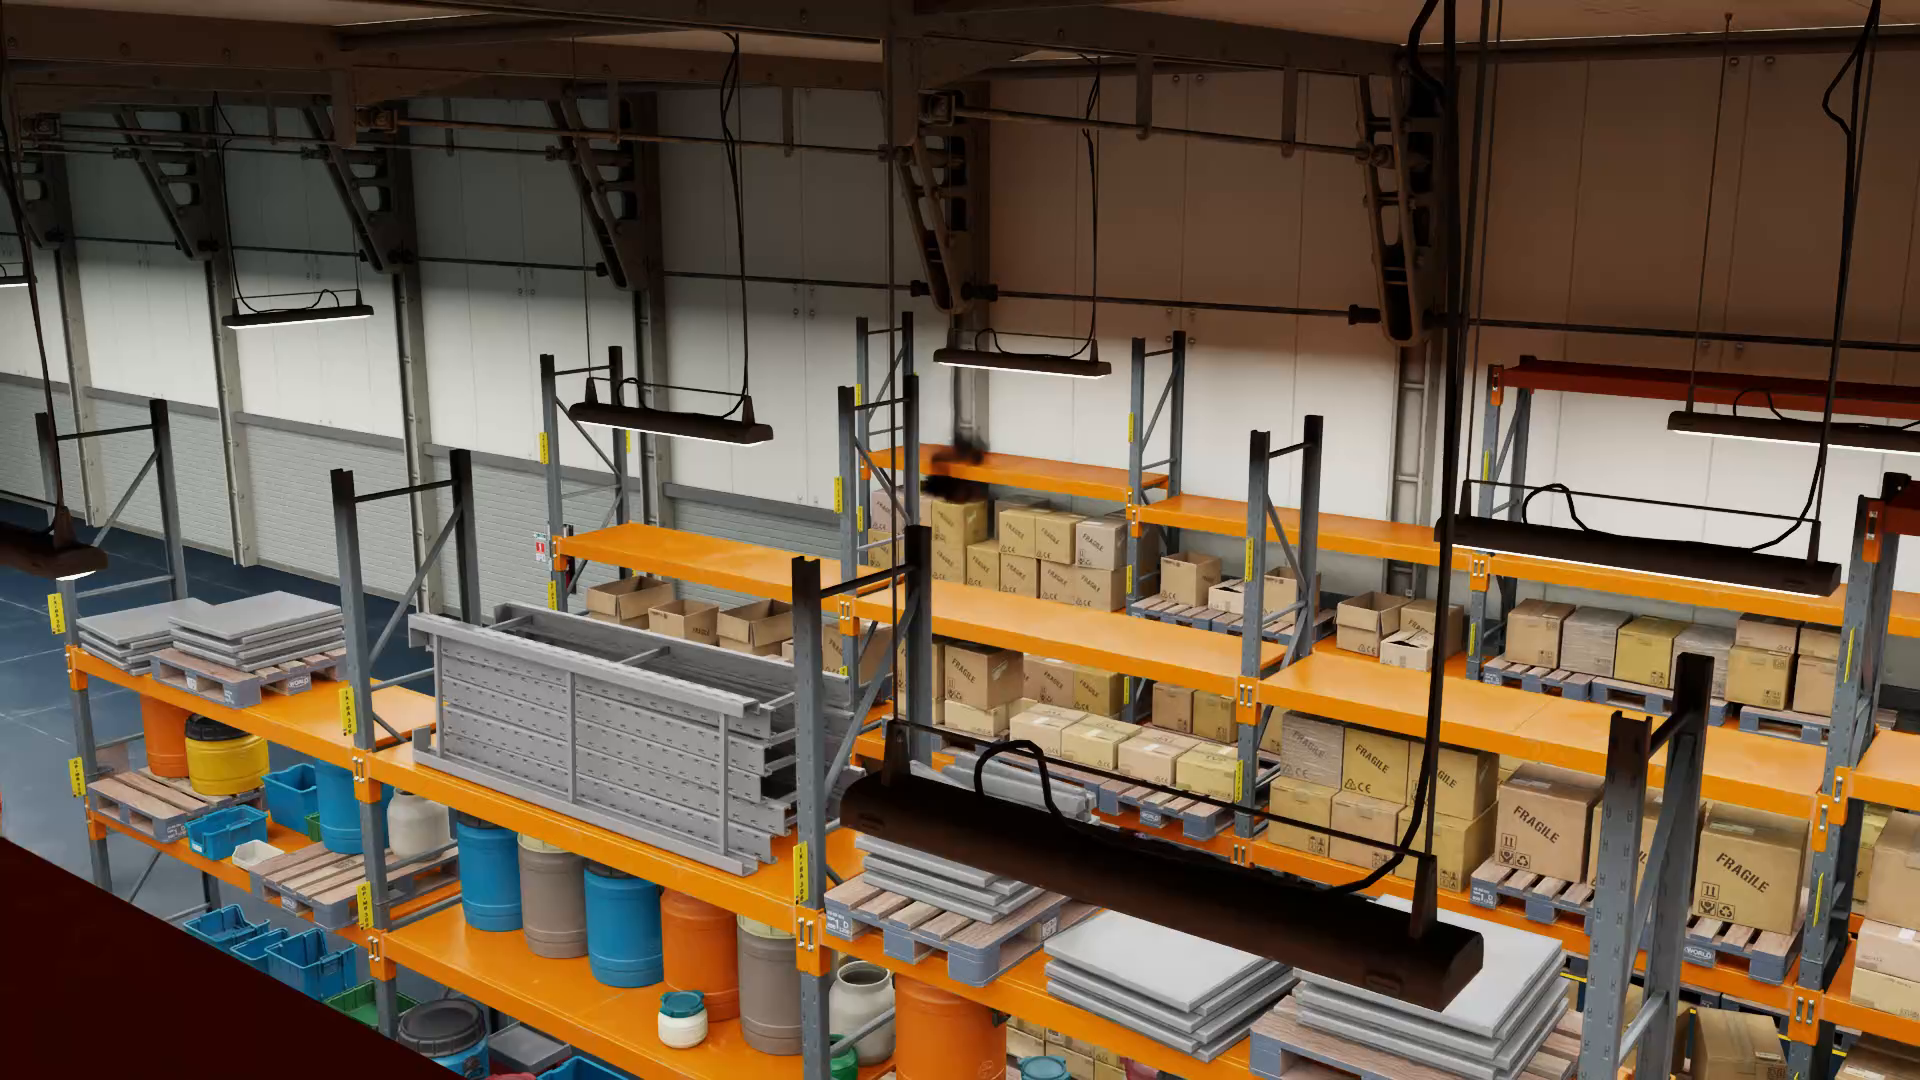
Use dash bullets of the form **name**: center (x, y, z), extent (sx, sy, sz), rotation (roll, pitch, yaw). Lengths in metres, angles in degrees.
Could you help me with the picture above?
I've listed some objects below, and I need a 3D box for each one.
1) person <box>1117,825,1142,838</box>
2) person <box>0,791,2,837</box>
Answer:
- **person**: center (1.787, 3.507, 16.757), extent (0.598, 1.554, 0.522), rotation (6, 14, 23)
- **person**: center (-10.610, 3.127, 18.016), extent (0.833, 1.727, 0.693), rotation (-7, 15, -28)
